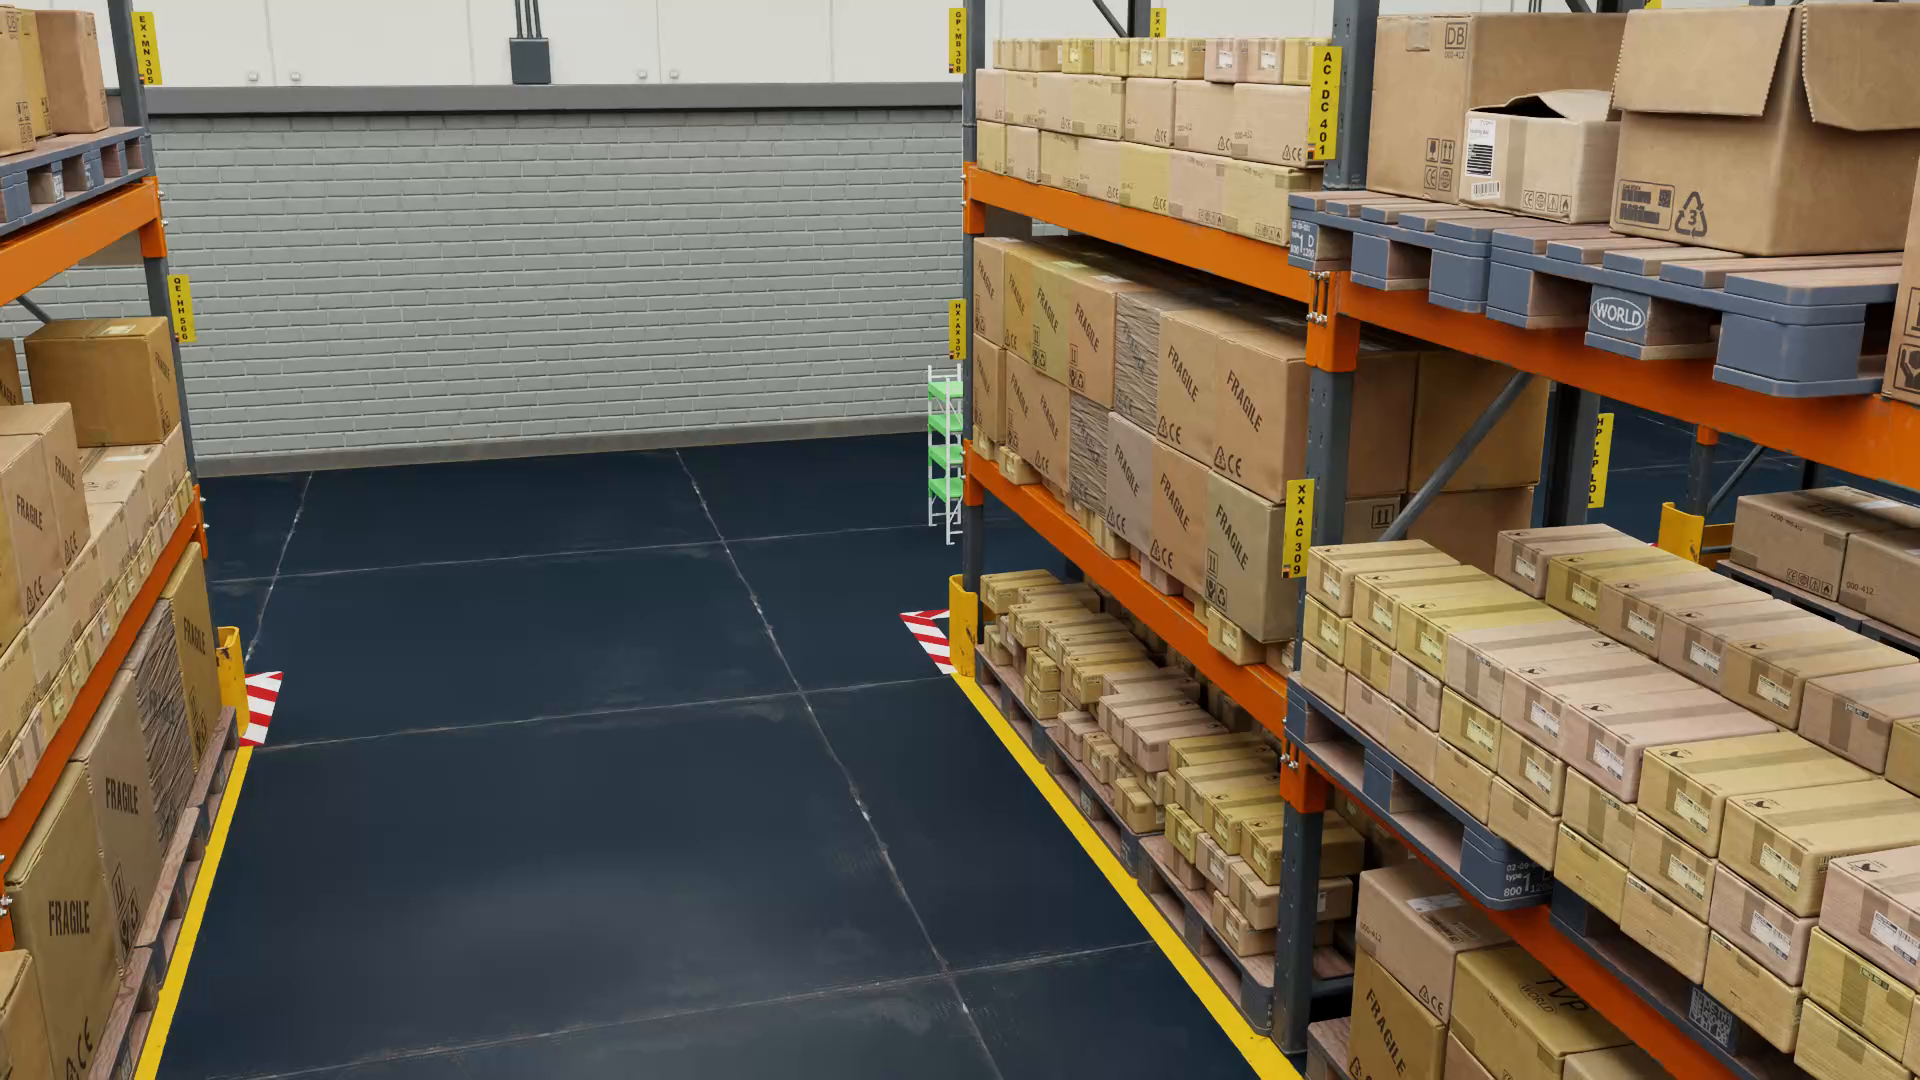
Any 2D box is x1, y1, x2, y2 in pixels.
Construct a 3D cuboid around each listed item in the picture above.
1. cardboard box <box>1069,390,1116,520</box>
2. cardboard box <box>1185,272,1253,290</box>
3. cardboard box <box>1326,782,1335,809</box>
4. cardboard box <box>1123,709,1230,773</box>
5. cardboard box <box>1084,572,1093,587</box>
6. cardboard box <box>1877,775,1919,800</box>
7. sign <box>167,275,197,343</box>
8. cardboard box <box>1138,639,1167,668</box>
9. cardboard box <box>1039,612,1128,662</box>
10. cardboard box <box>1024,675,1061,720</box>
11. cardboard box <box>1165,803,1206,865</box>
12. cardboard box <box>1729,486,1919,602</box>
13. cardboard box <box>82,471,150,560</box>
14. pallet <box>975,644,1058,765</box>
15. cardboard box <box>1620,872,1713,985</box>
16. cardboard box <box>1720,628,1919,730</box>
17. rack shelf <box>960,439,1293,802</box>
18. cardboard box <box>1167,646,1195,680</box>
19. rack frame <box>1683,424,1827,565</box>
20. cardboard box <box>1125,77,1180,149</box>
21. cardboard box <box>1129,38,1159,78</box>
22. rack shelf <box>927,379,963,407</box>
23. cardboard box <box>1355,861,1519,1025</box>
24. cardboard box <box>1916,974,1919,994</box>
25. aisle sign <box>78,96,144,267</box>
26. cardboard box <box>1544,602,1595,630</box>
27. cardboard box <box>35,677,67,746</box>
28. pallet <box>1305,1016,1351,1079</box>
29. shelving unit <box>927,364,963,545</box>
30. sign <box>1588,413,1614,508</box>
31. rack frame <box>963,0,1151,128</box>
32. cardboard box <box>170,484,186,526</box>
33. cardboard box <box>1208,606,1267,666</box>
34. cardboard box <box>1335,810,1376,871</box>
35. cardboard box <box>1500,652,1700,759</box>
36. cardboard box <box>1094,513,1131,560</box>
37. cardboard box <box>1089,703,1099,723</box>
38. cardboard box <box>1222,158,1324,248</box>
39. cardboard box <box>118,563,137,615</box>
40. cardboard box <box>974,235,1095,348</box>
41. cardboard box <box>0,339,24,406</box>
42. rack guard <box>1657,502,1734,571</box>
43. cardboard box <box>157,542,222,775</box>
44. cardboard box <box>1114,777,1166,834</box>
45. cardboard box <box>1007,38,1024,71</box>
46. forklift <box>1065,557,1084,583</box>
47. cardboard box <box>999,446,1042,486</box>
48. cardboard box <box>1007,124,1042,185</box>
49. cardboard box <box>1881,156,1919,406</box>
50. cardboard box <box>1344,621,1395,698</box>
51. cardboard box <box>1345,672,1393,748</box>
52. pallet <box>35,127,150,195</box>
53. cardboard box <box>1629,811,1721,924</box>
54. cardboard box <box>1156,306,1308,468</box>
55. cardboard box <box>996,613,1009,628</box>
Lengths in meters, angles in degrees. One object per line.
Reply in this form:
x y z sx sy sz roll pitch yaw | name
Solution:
0.810 -0.394 7.358 0.500 0.500 0.500 -5 17 -17 | cardboard box
1.316 -0.906 7.324 0.500 0.500 0.500 -5 18 -17 | cardboard box
1.580 0.955 6.752 0.380 0.149 0.250 -5 17 -16 | cardboard box
0.920 0.854 7.087 0.380 0.149 0.250 -6 18 -18 | cardboard box
0.901 0.233 9.153 0.380 0.149 0.250 -4 17 -15 | cardboard box
2.337 0.637 3.807 0.380 0.149 0.250 -4 17 -13 | cardboard box
-3.759 -1.115 8.027 0.100 0.325 0.005 -5 17 -15 | sign
1.051 0.599 8.454 0.380 0.149 0.250 -5 17 -16 | cardboard box
0.615 0.487 8.308 0.380 0.149 0.250 -6 18 -18 | cardboard box
0.539 0.775 8.382 0.380 0.149 0.250 -4 17 -15 | cardboard box
1.042 1.147 6.628 0.380 0.149 0.250 -5 18 -17 | cardboard box
5.521 0.009 10.433 0.875 0.438 0.875 -5 18 -17 | cardboard box
-3.618 -0.085 6.764 0.500 0.250 0.500 -5 18 -17 | cardboard box
0.722 0.811 8.884 1.003 0.211 1.213 -5 17 -15 | pallet
1.707 0.829 3.685 0.380 0.149 0.250 -6 18 -18 | cardboard box
2.190 0.350 4.244 0.380 0.149 0.250 -5 18 -17 | cardboard box
1.062 0.125 7.572 1.077 0.370 4.000 -5 17 -15 | rack shelf
1.212 0.597 7.942 0.380 0.149 0.250 -5 18 -17 | cardboard box
5.244 -1.192 10.706 1.000 3.000 0.127 -5 17 -15 | rack frame
0.960 -1.667 6.464 0.500 0.250 0.500 -4 17 -13 | cardboard box
0.882 -1.882 6.488 0.380 0.149 0.250 -5 17 -16 | cardboard box
-0.045 -1.019 11.812 0.258 0.148 0.480 -5 17 -15 | rack shelf
1.560 1.196 5.068 0.500 0.250 0.500 -5 18 -18 | cardboard box
1.919 0.760 2.882 0.380 0.149 0.250 -4 17 -14 | cardboard box
-4.016 -1.697 7.869 0.394 0.787 0.004 -5 17 -15 | aisle sign
1.984 0.278 5.003 0.380 0.149 0.250 -5 17 -15 | cardboard box
-3.092 0.565 5.295 0.380 0.149 0.250 -4 17 -13 | cardboard box
1.827 1.885 5.311 1.003 0.211 1.213 -5 17 -15 | pallet
-0.045 -0.620 11.932 0.258 1.200 0.503 -5 17 -15 | shelving unit
2.144 -0.266 5.610 0.100 0.325 0.005 -5 17 -15 | sign
0.512 -3.646 8.447 1.000 3.000 0.127 -5 17 -15 | rack frame
-3.797 -0.144 7.654 0.380 0.149 0.250 -5 17 -15 | cardboard box
1.132 0.331 6.073 0.380 0.149 0.250 -5 17 -17 | cardboard box
1.663 1.167 6.561 0.380 0.149 0.250 -5 17 -15 | cardboard box
1.565 0.401 4.075 0.380 0.149 0.250 -5 17 -16 | cardboard box
0.809 -0.033 7.285 0.380 0.149 0.250 -4 17 -14 | cardboard box
0.827 0.772 7.875 0.380 0.149 0.250 -4 17 -12 | cardboard box
1.217 -1.145 5.598 0.500 0.250 0.500 -4 17 -14 | cardboard box
-3.451 0.207 6.485 0.380 0.149 0.250 -4 17 -14 | cardboard box
0.380 -1.297 8.626 0.500 0.500 0.500 -5 17 -16 | cardboard box
-4.275 -0.546 6.995 0.500 0.500 0.500 -5 17 -17 | cardboard box
5.237 -0.001 11.088 1.175 0.500 0.348 -5 17 -15 | rack guard
-4.032 0.579 7.775 0.875 0.875 0.875 -5 17 -15 | cardboard box
0.891 1.130 7.201 0.380 0.149 0.250 -5 17 -15 | cardboard box
0.439 -2.307 7.904 0.380 0.149 0.250 -5 17 -15 | cardboard box
2.172 -0.956 10.039 3.031 2.935 1.130 12 21 36 | forklift
0.418 -0.391 8.476 0.380 0.149 0.250 -5 17 -17 | cardboard box
0.530 -1.847 7.933 0.500 0.250 0.500 -4 17 -13 | cardboard box
2.026 -0.458 2.875 0.500 0.500 0.500 -5 17 -15 | cardboard box
1.350 0.327 4.838 0.380 0.149 0.250 -5 17 -16 | cardboard box
1.359 0.475 4.865 0.380 0.149 0.250 -4 17 -14 | cardboard box
-4.071 -1.598 6.999 1.003 0.211 1.213 -5 17 -15 | pallet
1.709 0.688 3.636 0.380 0.149 0.250 -5 17 -16 | cardboard box
1.075 -0.587 6.262 0.500 0.500 0.500 -5 18 -17 | cardboard box
0.409 0.414 9.067 0.380 0.149 0.250 -4 17 -13 | cardboard box
